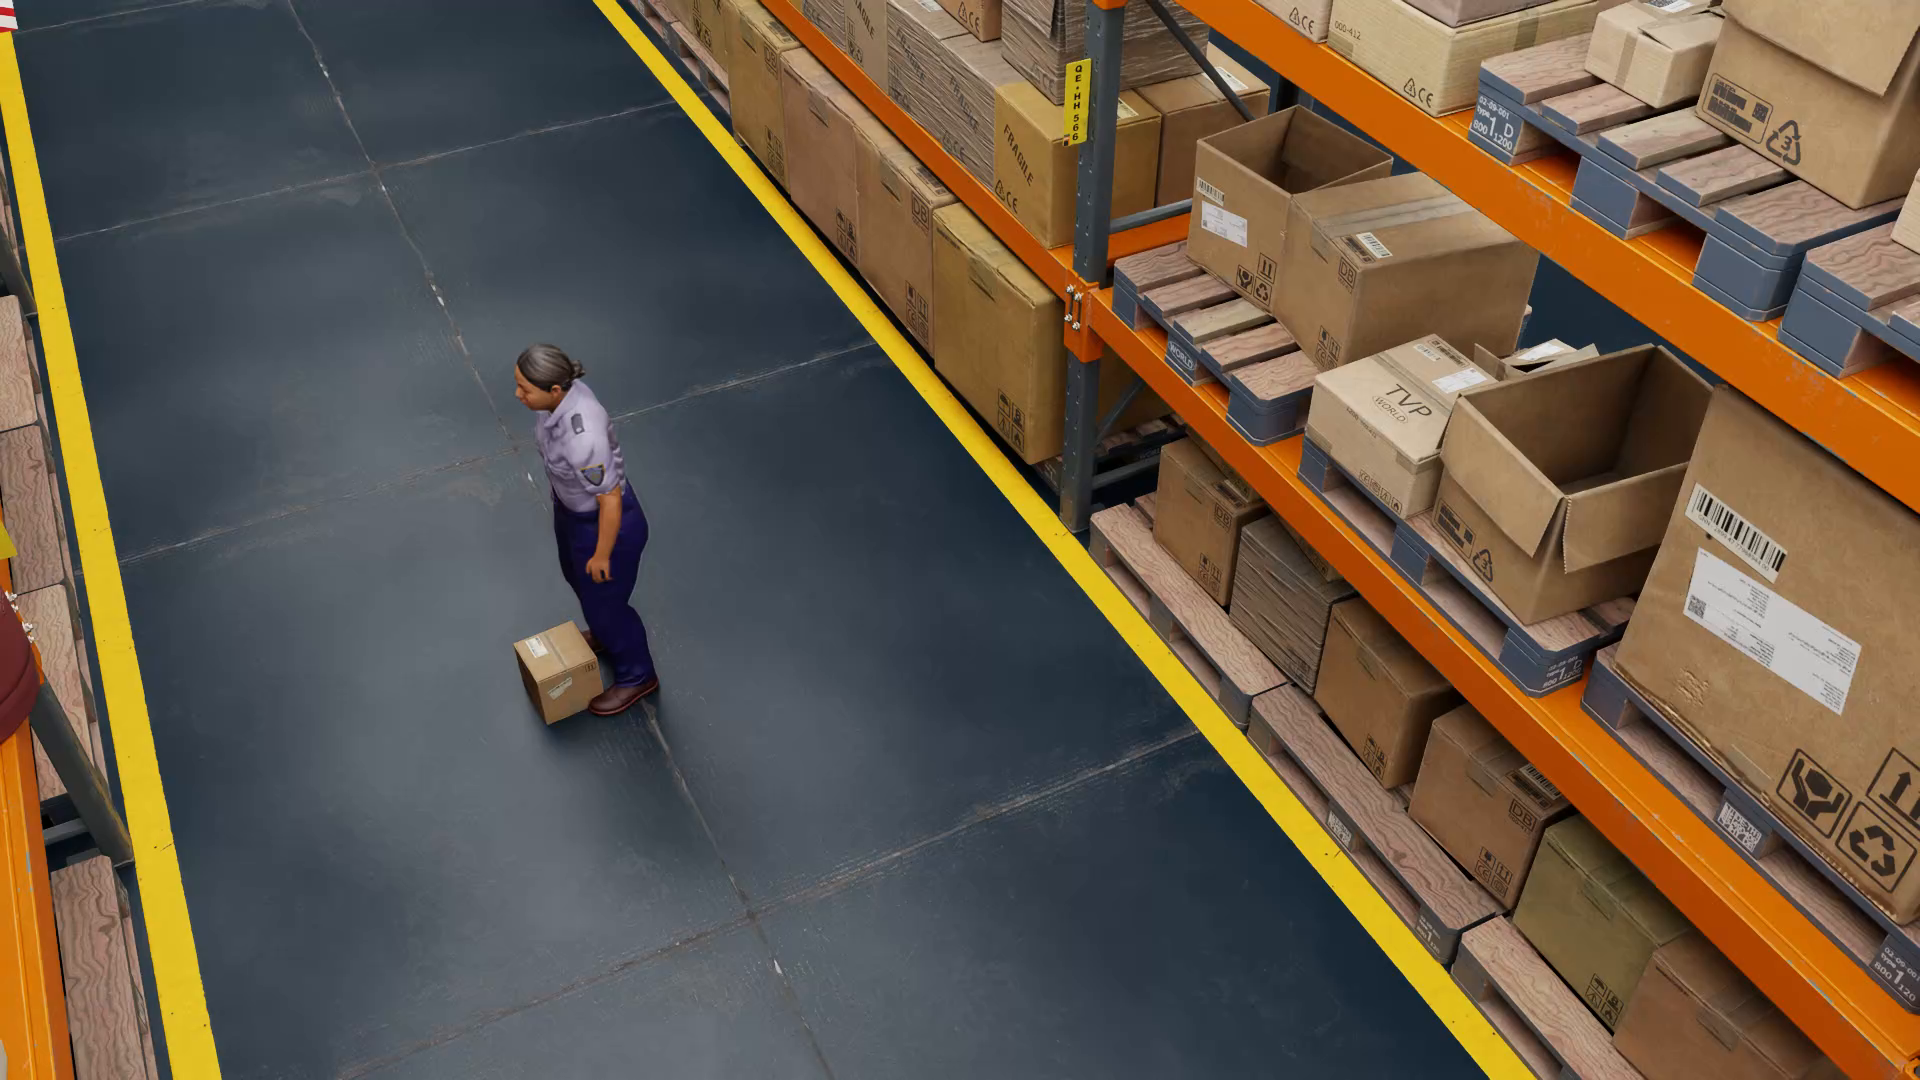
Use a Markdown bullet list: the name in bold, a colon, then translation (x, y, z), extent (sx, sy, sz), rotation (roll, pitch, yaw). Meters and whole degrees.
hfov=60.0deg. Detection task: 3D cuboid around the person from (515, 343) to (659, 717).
- **person**: translation (-1.387, -0.073, 6.250), extent (0.369, 1.648, 0.540), rotation (-19, 45, -20)
